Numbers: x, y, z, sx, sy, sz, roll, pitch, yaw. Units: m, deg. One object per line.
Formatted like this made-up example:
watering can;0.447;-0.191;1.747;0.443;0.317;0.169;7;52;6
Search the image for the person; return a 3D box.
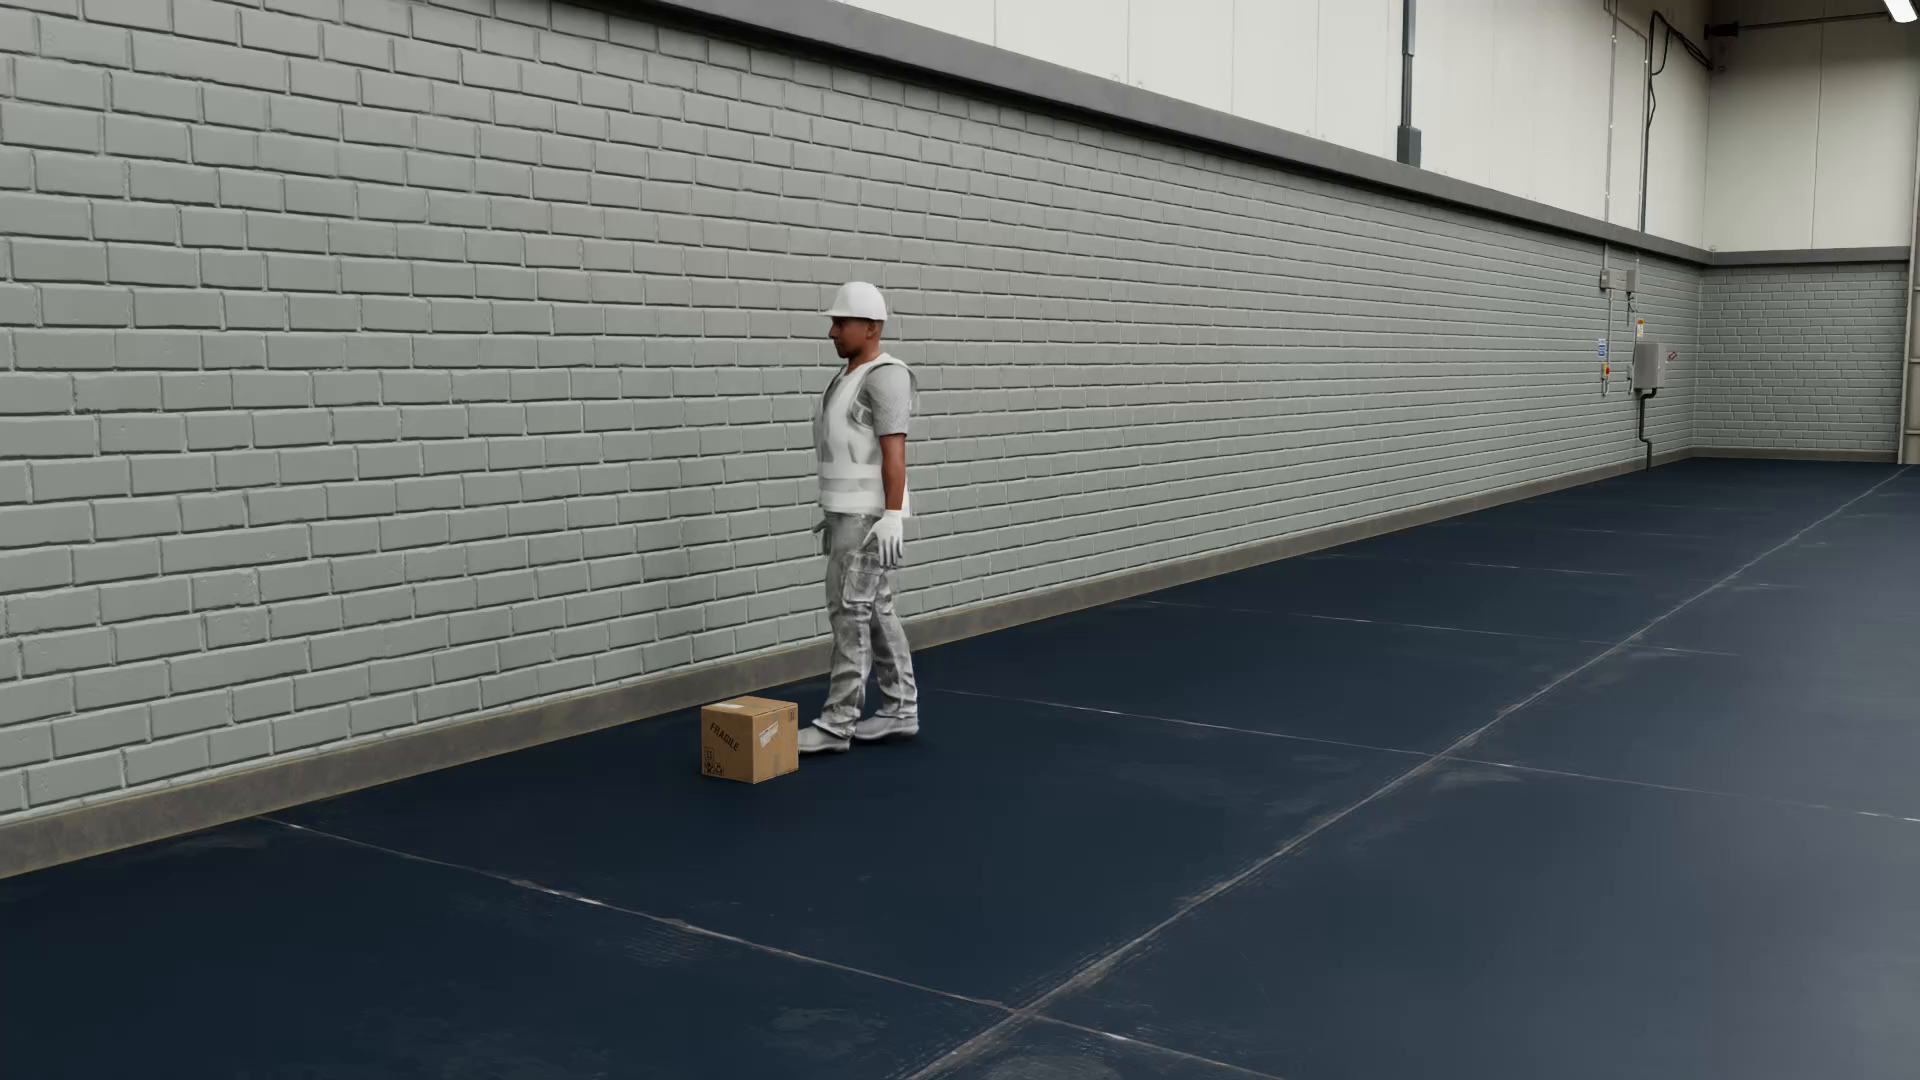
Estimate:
person;-0.435;-0.084;6.350;0.612;1.787;0.574;-2;7;-19
